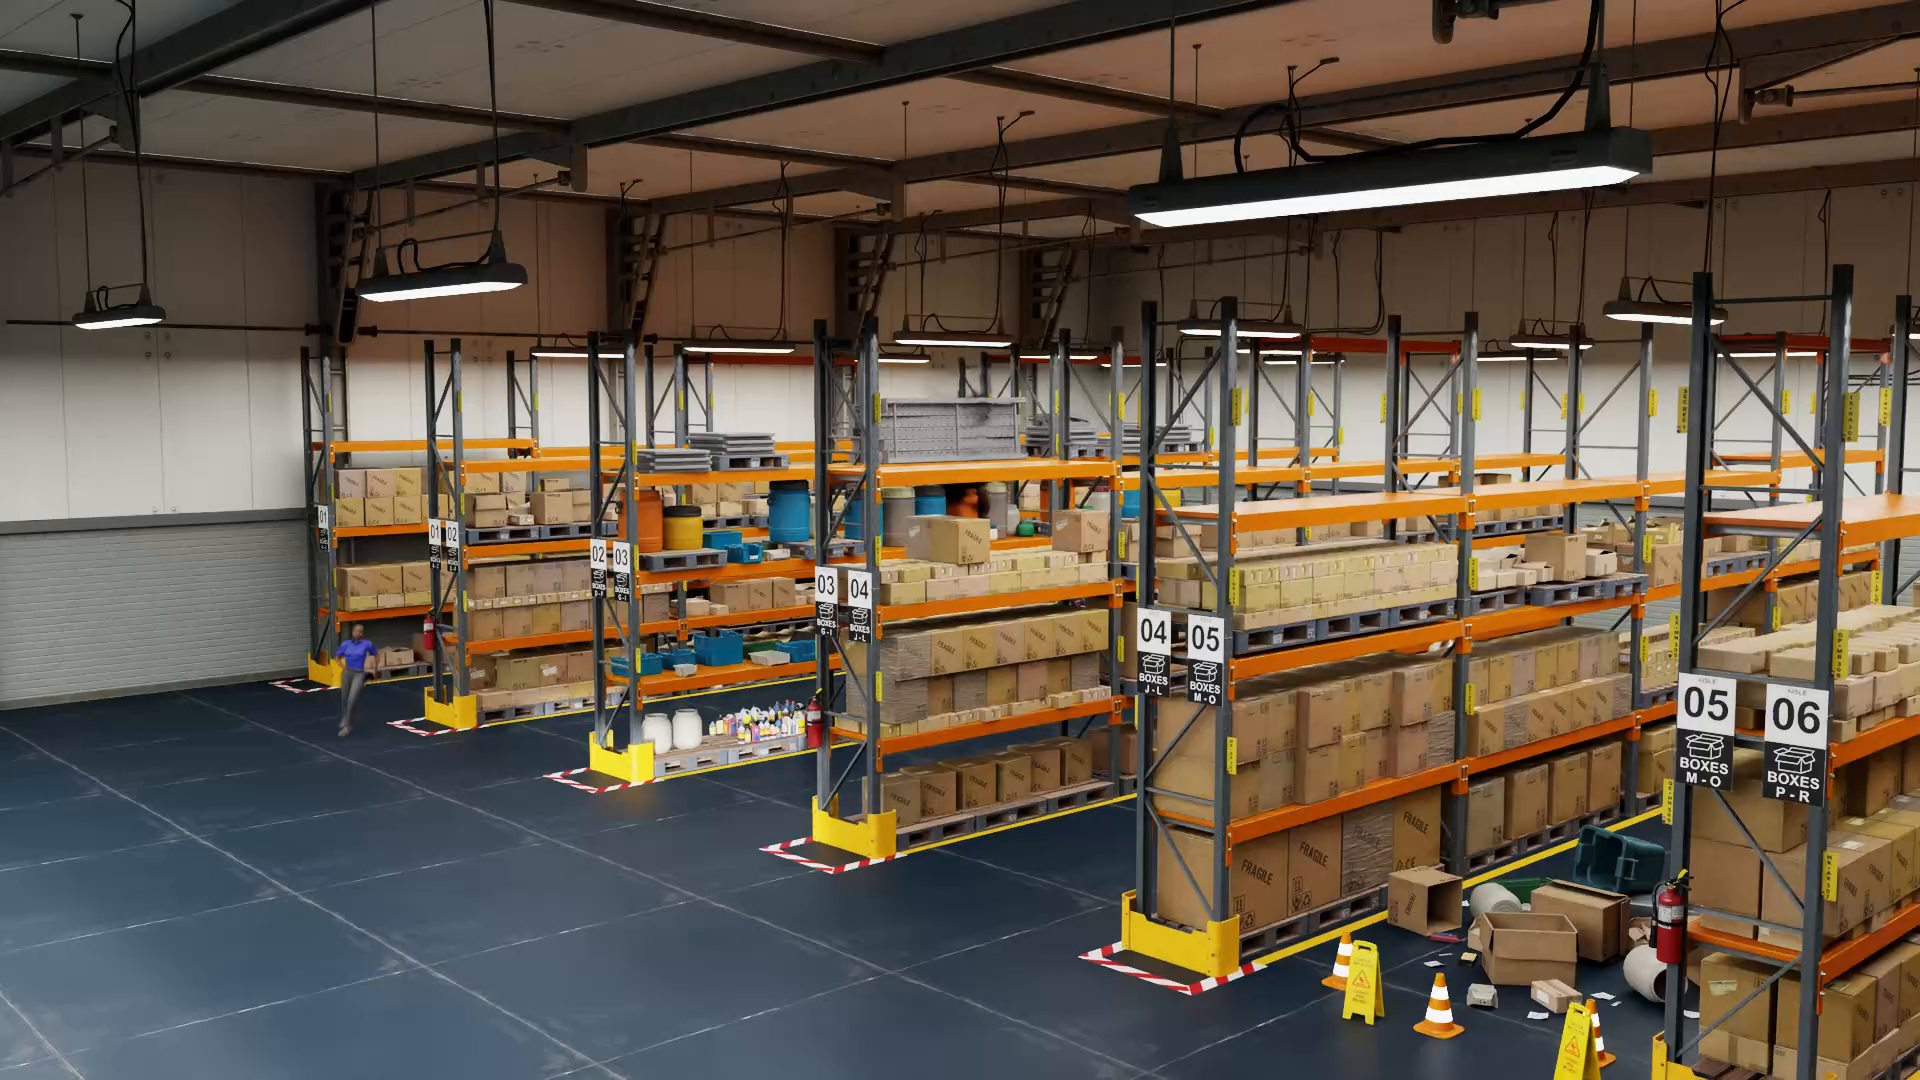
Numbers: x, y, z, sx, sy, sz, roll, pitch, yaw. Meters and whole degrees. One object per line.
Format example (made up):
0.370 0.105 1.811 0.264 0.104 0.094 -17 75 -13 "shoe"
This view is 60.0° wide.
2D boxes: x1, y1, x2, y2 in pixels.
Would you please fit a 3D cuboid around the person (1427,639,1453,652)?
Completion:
7.115 2.136 24.477 0.679 1.750 0.705 -4 7 -42 "person"

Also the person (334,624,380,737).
-9.224 2.105 25.382 0.657 1.665 0.832 -1 5 -6 "person"
